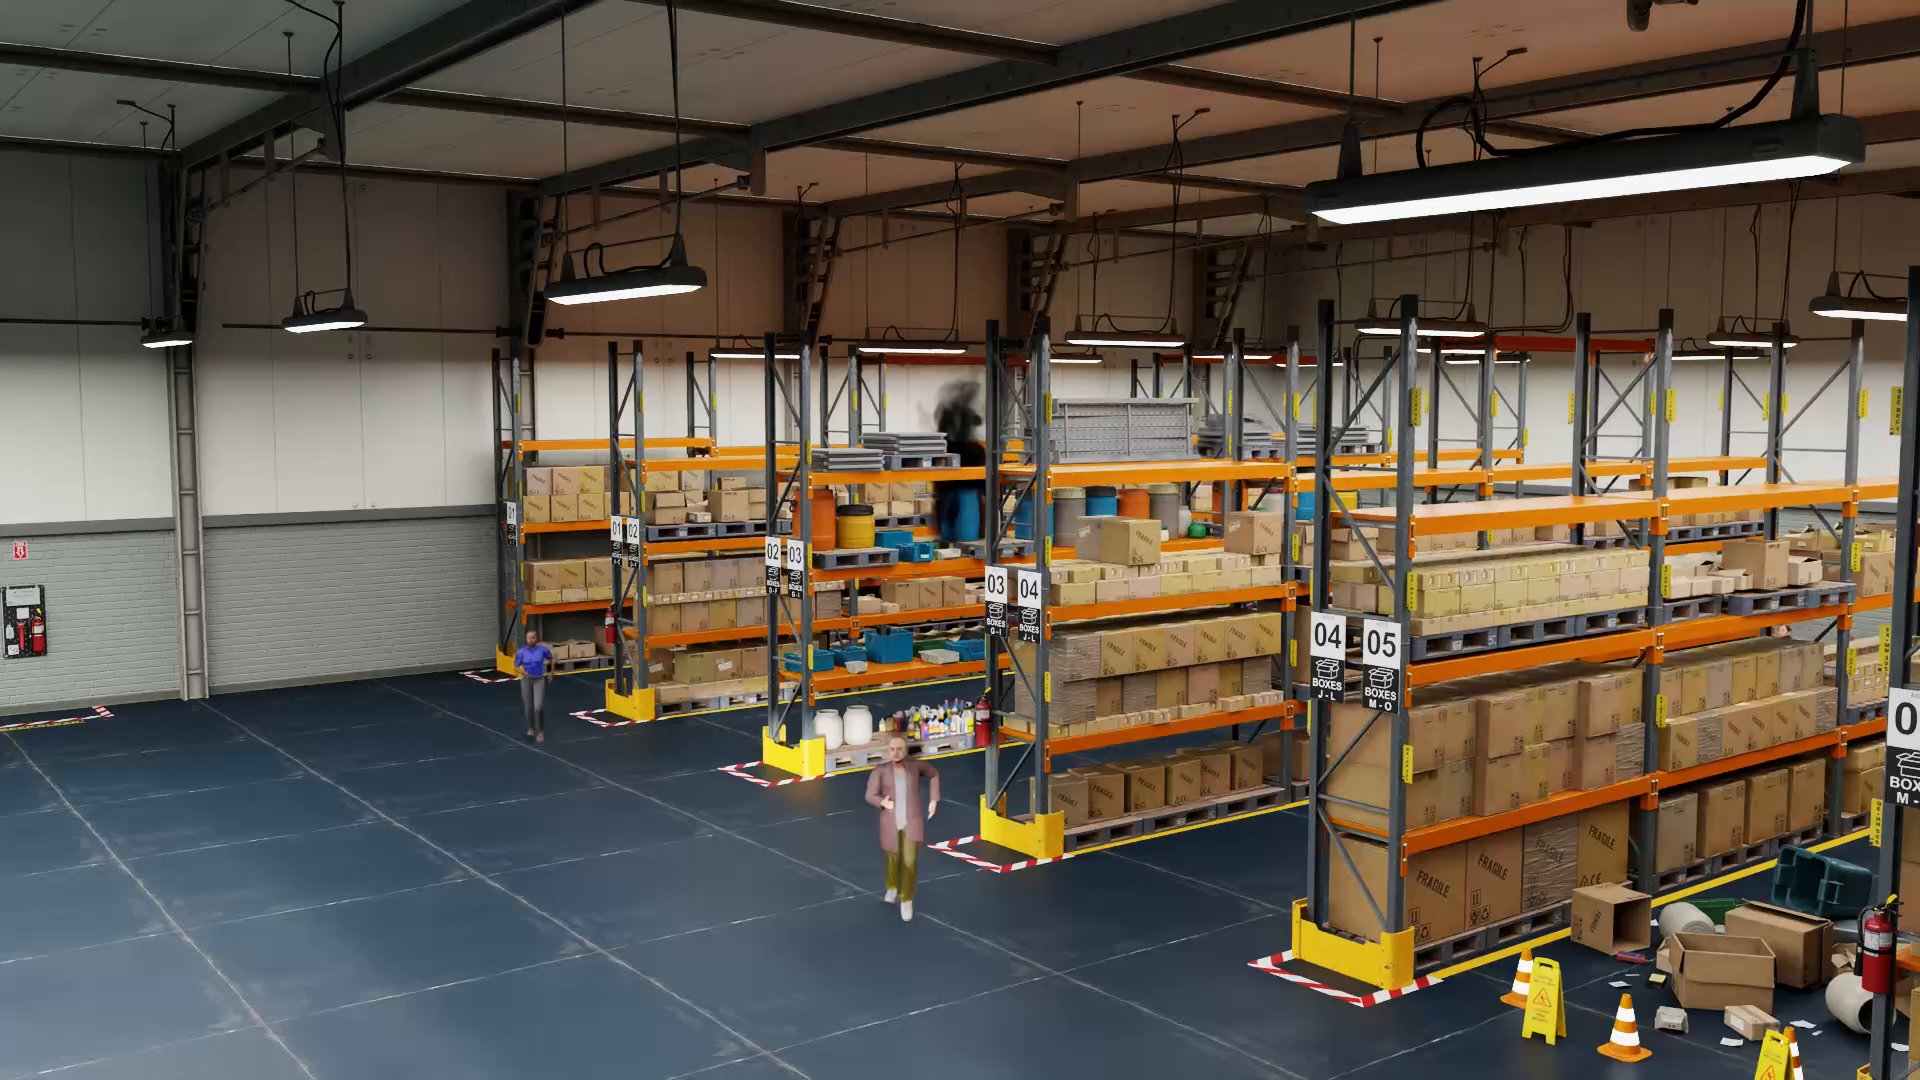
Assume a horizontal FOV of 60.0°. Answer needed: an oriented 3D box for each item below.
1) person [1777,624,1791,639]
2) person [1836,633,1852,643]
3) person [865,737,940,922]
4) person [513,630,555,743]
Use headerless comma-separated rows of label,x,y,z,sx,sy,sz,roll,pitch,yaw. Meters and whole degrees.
person,12.734,2.096,25.778,0.547,1.636,0.585,-5,7,-42
person,12.712,2.195,23.965,0.784,1.818,0.670,-3,6,-33
person,-0.565,2.837,16.475,0.728,1.804,0.960,0,5,3
person,-6.335,2.184,24.743,0.585,1.705,0.718,-1,5,-10
